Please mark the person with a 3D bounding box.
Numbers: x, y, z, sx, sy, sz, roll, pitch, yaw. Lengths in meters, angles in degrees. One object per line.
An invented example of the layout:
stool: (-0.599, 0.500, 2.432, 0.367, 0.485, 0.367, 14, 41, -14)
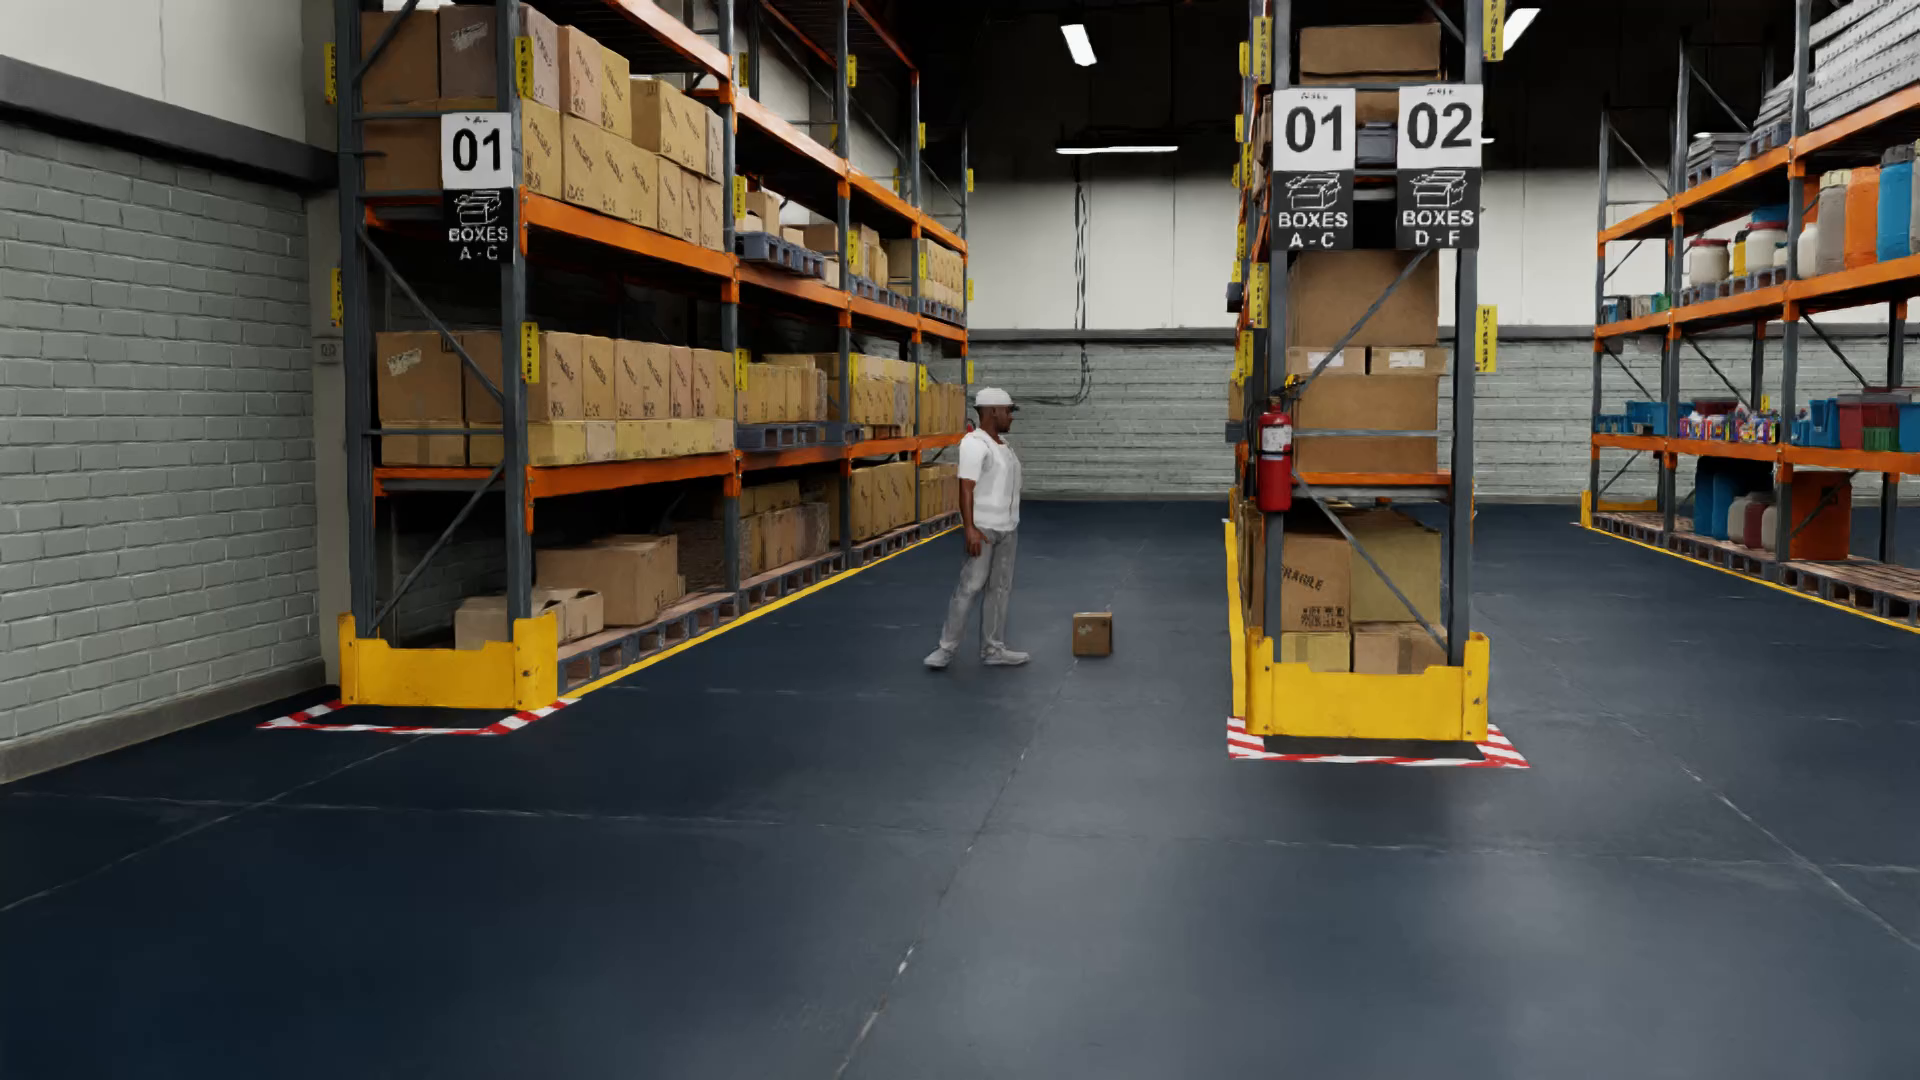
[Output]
person: (0.105, -0.073, 10.462, 0.474, 1.772, 0.706, 3, 5, 31)
